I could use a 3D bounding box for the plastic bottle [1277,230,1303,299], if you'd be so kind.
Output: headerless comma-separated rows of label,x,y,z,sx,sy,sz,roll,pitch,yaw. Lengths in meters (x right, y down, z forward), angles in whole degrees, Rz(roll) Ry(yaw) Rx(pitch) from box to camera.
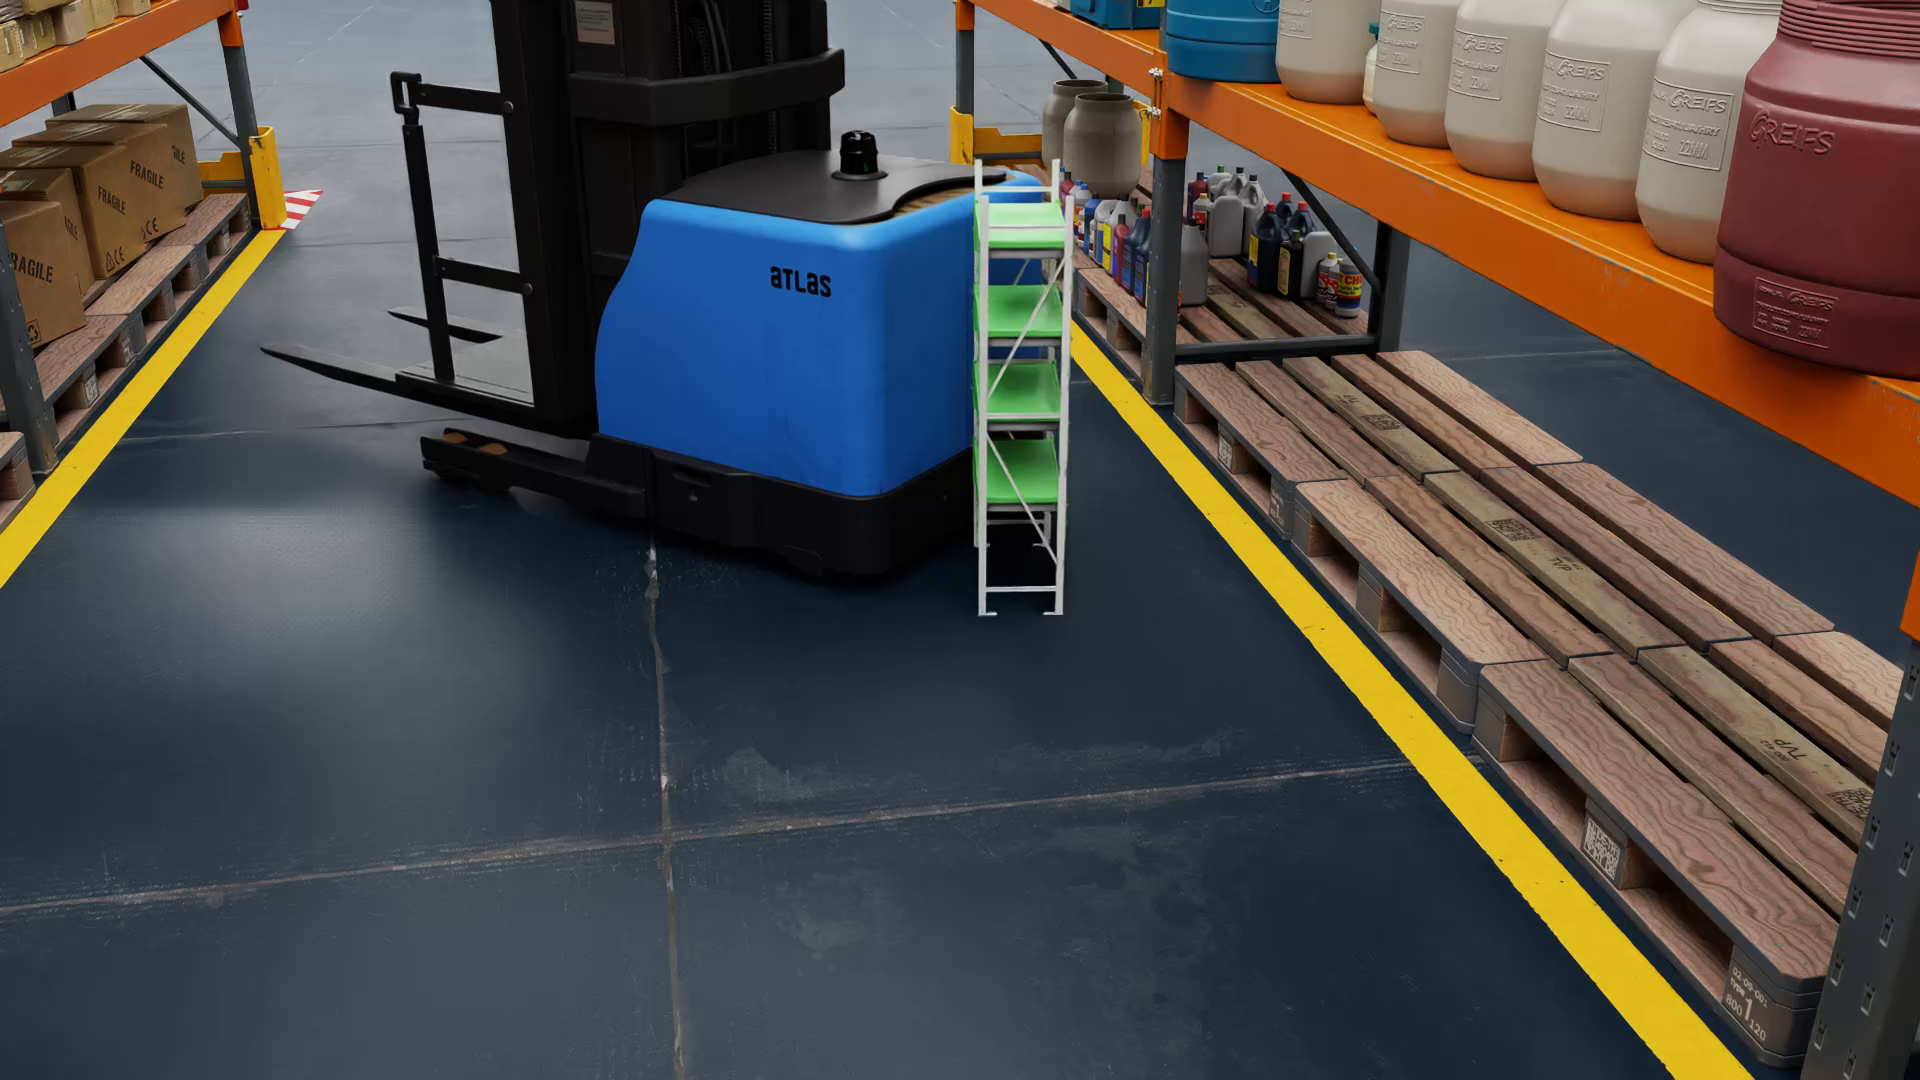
plastic bottle,1.398,-1.176,7.039,0.061,0.283,0.133,-4,24,-10

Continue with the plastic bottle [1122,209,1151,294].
plastic bottle,0.780,-1.240,7.100,0.144,0.351,0.185,-6,24,-12

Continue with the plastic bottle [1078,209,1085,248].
plastic bottle,0.607,-1.488,7.855,0.097,0.201,0.097,0,24,0

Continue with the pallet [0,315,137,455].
pallet,-3.809,-0.562,6.272,1.003,0.211,1.213,-4,24,-10

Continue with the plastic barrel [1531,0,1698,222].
plastic barrel,1.479,-0.977,3.599,0.421,0.512,0.421,0,24,0

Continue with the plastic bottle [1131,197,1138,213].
plastic bottle,0.798,-1.408,7.570,0.061,0.283,0.133,-4,24,-10

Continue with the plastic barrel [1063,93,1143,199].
plastic barrel,0.767,-2.120,8.939,0.421,0.512,0.421,0,24,0

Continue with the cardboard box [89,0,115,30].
cardboard box,-3.685,-2.159,6.759,0.380,0.149,0.250,-4,24,-10

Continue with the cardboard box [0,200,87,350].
cardboard box,-3.798,-1.010,6.413,0.500,0.500,0.500,3,24,7

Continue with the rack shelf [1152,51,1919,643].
rack shelf,1.587,-0.828,4.297,1.077,0.370,4.000,-4,24,-10

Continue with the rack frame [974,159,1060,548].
rack frame,0.163,-0.530,4.964,0.240,1.200,0.015,0,24,-1

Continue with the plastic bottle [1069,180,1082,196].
plastic bottle,0.570,-1.598,8.020,0.097,0.271,0.097,0,24,0

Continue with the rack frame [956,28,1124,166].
rack frame,0.478,-3.518,9.557,1.000,3.000,0.127,-4,24,-10

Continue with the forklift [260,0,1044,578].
forklift,-1.240,-1.663,5.396,3.031,2.935,1.130,14,27,30

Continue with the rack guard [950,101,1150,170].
rack guard,0.538,-2.346,9.997,1.175,0.500,0.348,-4,24,-10

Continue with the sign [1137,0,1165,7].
sign,0.675,-2.035,5.816,0.100,0.325,0.005,-4,24,-10

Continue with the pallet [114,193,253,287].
pallet,-4.260,-1.521,8.469,1.003,0.211,1.213,-4,24,-10

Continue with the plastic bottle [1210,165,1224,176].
plastic bottle,1.288,-1.740,8.330,0.061,0.283,0.133,-4,24,-8

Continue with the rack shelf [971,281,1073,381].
rack shelf,0.168,-0.594,4.670,0.258,0.148,0.480,0,24,-1

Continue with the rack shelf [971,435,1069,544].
rack shelf,0.168,-0.154,4.862,0.258,0.148,0.480,0,24,-1

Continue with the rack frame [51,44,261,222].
rack frame,-4.390,-3.151,8.717,1.000,3.000,0.127,-4,24,-10

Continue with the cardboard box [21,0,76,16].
cardboard box,-3.730,-2.141,5.907,0.875,0.500,0.500,-4,24,-10

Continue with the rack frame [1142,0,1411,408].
rack frame,1.217,-1.944,5.954,1.000,3.000,0.127,-4,24,-10

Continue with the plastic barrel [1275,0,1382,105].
plastic barrel,1.179,-1.614,5.028,0.433,0.535,0.433,0,24,0

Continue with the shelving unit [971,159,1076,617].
shelving unit,0.168,-0.432,4.740,0.258,1.200,0.503,0,24,-1

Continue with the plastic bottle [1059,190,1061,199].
plastic bottle,0.526,-1.660,8.250,0.097,0.201,0.097,0,24,0

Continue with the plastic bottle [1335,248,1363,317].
plastic bottle,1.589,-1.054,6.774,0.097,0.271,0.097,0,24,0

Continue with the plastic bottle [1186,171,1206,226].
plastic bottle,1.163,-1.675,8.182,0.061,0.283,0.133,-4,24,-10

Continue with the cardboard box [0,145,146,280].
cardboard box,-4.049,-1.471,7.469,0.500,0.500,0.500,-2,24,-5

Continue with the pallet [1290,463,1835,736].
pallet,1.630,0.120,4.711,1.003,0.211,1.213,-4,24,-10

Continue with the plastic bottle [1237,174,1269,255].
plastic bottle,1.363,-1.522,7.747,0.144,0.351,0.185,-4,24,-10

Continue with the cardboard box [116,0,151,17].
cardboard box,-3.754,-2.357,7.213,0.380,0.149,0.250,-4,24,-10

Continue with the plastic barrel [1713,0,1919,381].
plastic barrel,1.574,-0.594,2.691,0.600,0.536,0.708,-4,24,-10

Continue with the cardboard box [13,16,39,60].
cardboard box,-3.501,-1.765,5.858,0.380,0.149,0.250,-4,24,-10

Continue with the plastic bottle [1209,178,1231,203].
plastic bottle,1.294,-1.626,8.077,0.152,0.276,0.135,-5,24,-11

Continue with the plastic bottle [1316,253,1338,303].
plastic bottle,1.552,-1.101,6.971,0.097,0.201,0.097,0,24,0

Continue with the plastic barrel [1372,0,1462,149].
plastic barrel,1.315,-1.326,4.368,0.433,0.535,0.433,0,24,0

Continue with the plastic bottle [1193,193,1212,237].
plastic bottle,1.174,-1.575,8.055,0.097,0.201,0.097,0,24,0

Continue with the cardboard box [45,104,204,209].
cardboard box,-4.291,-1.951,8.568,0.500,0.500,0.500,0,24,0

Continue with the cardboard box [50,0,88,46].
cardboard box,-3.562,-1.964,6.313,0.380,0.149,0.250,-4,24,-10

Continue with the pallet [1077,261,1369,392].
pallet,1.134,-0.934,7.124,1.003,0.211,1.213,-4,24,-10

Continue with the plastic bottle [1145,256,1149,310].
plastic bottle,0.804,-1.066,6.787,0.061,0.283,0.133,-3,24,-7

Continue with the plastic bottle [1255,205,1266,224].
plastic bottle,1.377,-1.373,7.506,0.097,0.271,0.097,0,24,0

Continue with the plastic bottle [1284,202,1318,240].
plastic bottle,1.476,-1.280,7.194,0.144,0.351,0.185,-4,24,-8

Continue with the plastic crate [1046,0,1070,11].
plastic crate,0.668,-2.444,7.427,0.530,0.136,0.437,-4,24,-10

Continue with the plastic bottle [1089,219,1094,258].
plastic bottle,0.645,-1.407,7.670,0.097,0.201,0.097,0,24,0

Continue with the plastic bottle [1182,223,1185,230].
plastic bottle,0.921,-1.226,7.163,0.152,0.276,0.135,-4,24,-10

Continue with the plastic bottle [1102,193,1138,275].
plastic bottle,0.720,-1.367,7.391,0.144,0.351,0.185,-4,24,-10

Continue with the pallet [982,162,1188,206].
pallet,0.683,-1.894,9.322,1.003,0.211,1.213,-4,24,-10
